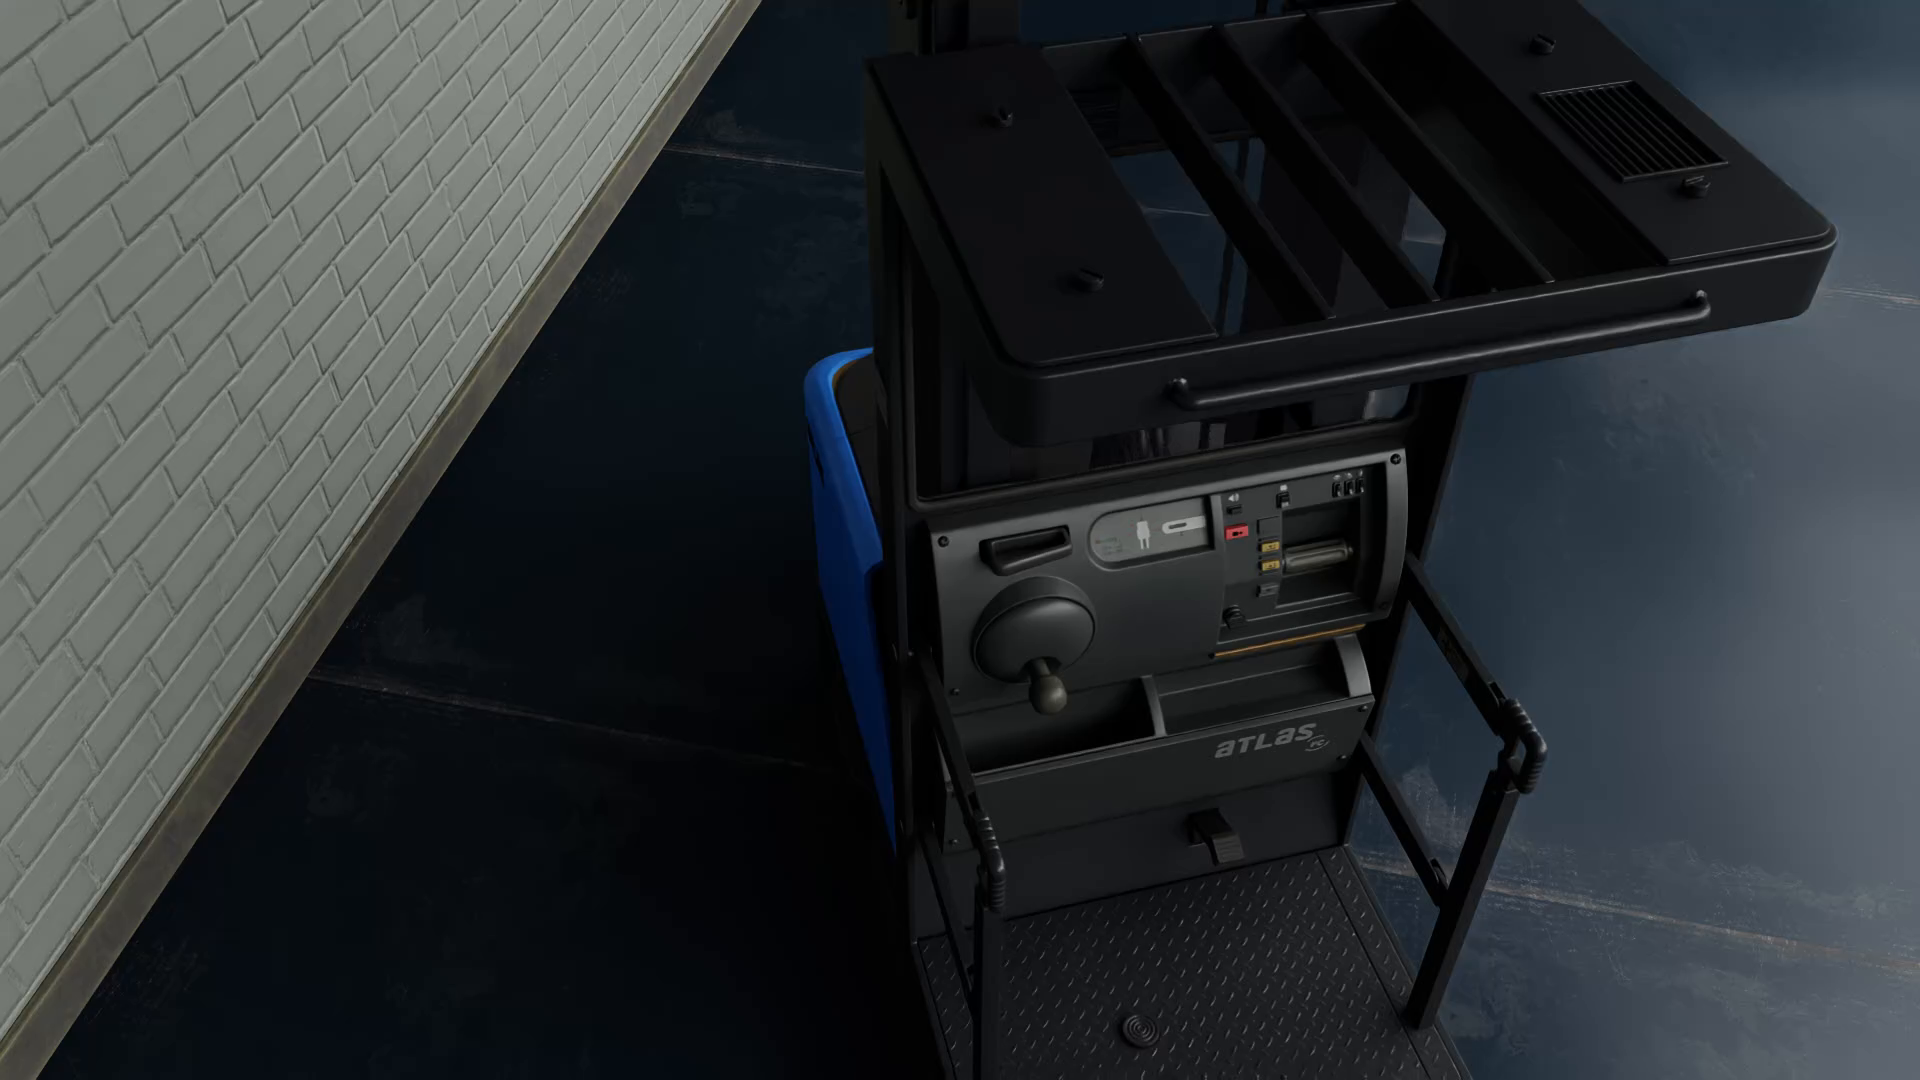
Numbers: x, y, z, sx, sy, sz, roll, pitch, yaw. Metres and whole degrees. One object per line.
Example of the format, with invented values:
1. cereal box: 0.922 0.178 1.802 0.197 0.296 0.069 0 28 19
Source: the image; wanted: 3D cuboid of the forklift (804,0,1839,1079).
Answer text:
1. forklift: 0.459 0.159 2.971 1.130 2.935 3.031 -10 45 -11
